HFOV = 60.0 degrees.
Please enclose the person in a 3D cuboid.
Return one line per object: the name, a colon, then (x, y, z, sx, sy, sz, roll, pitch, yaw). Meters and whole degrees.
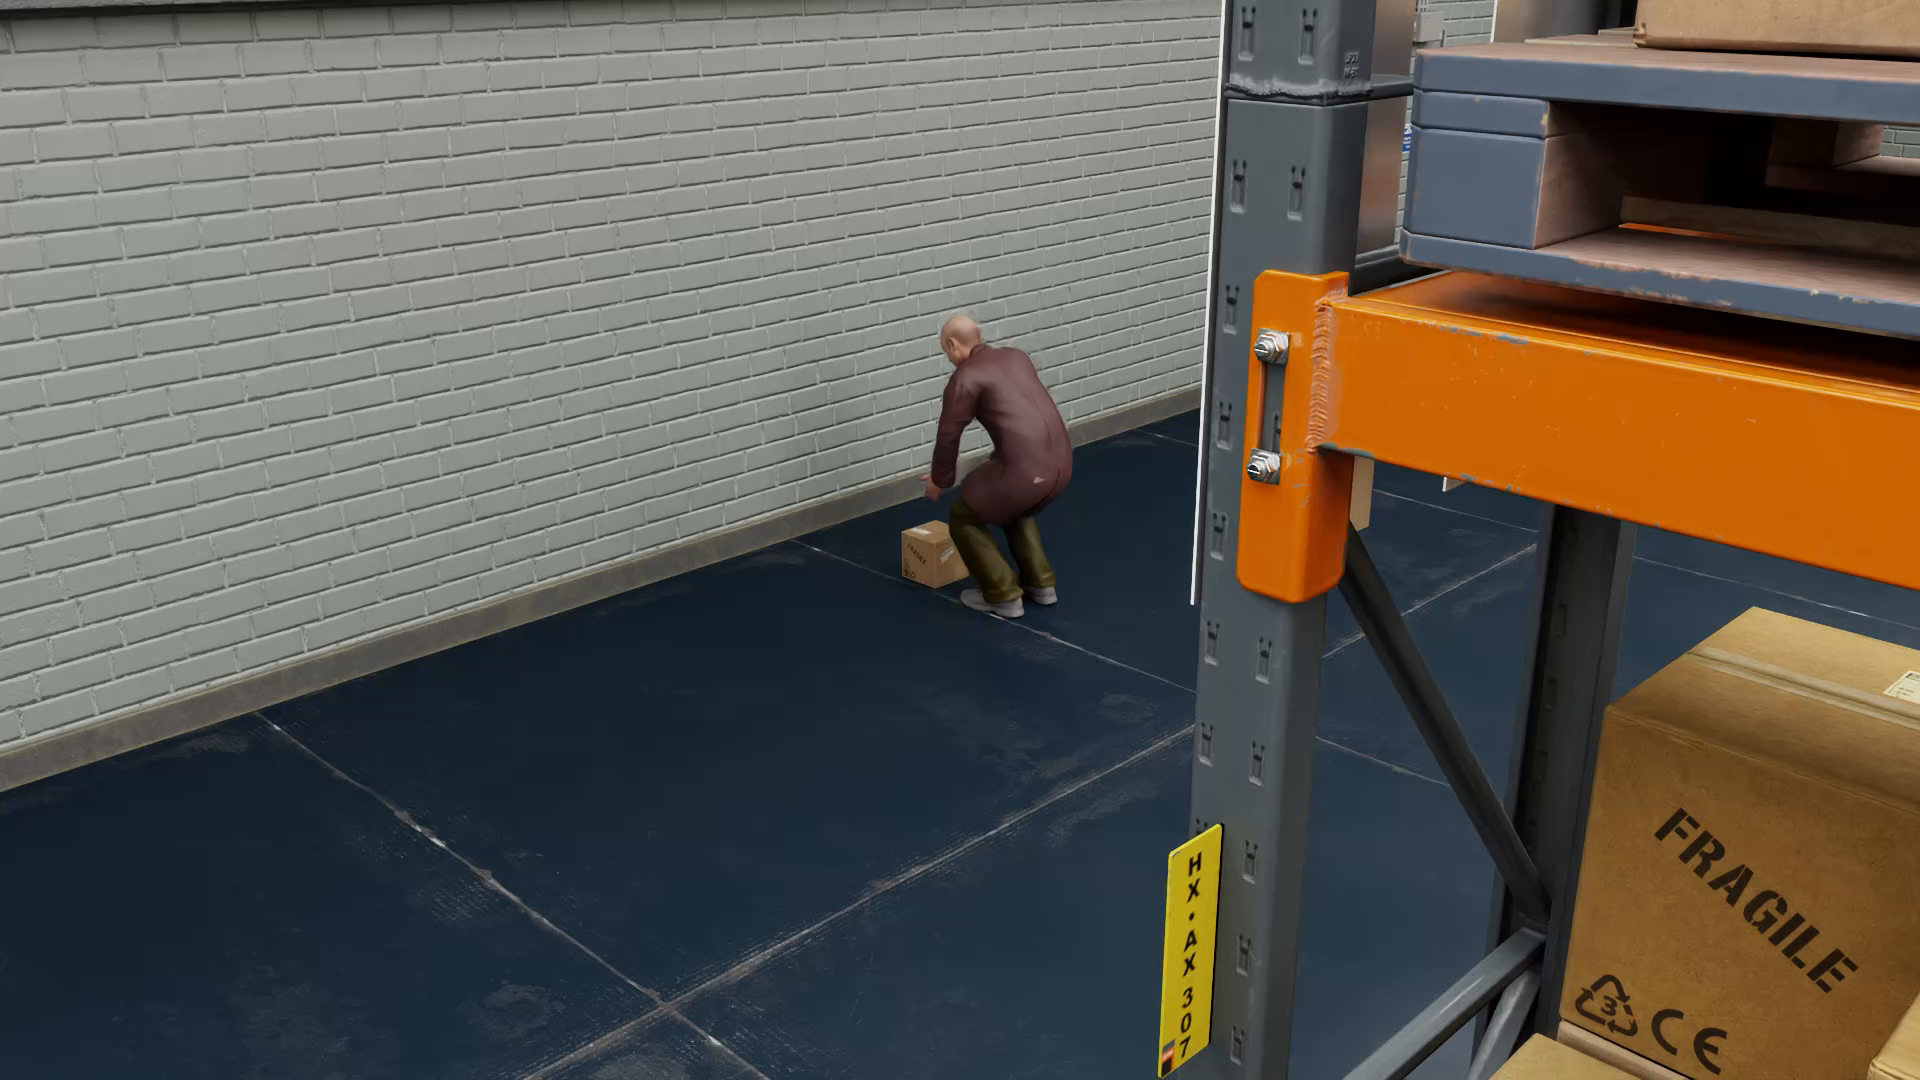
person: (0.192, -0.347, 8.072, 0.719, 1.410, 0.632, 19, 27, 41)
